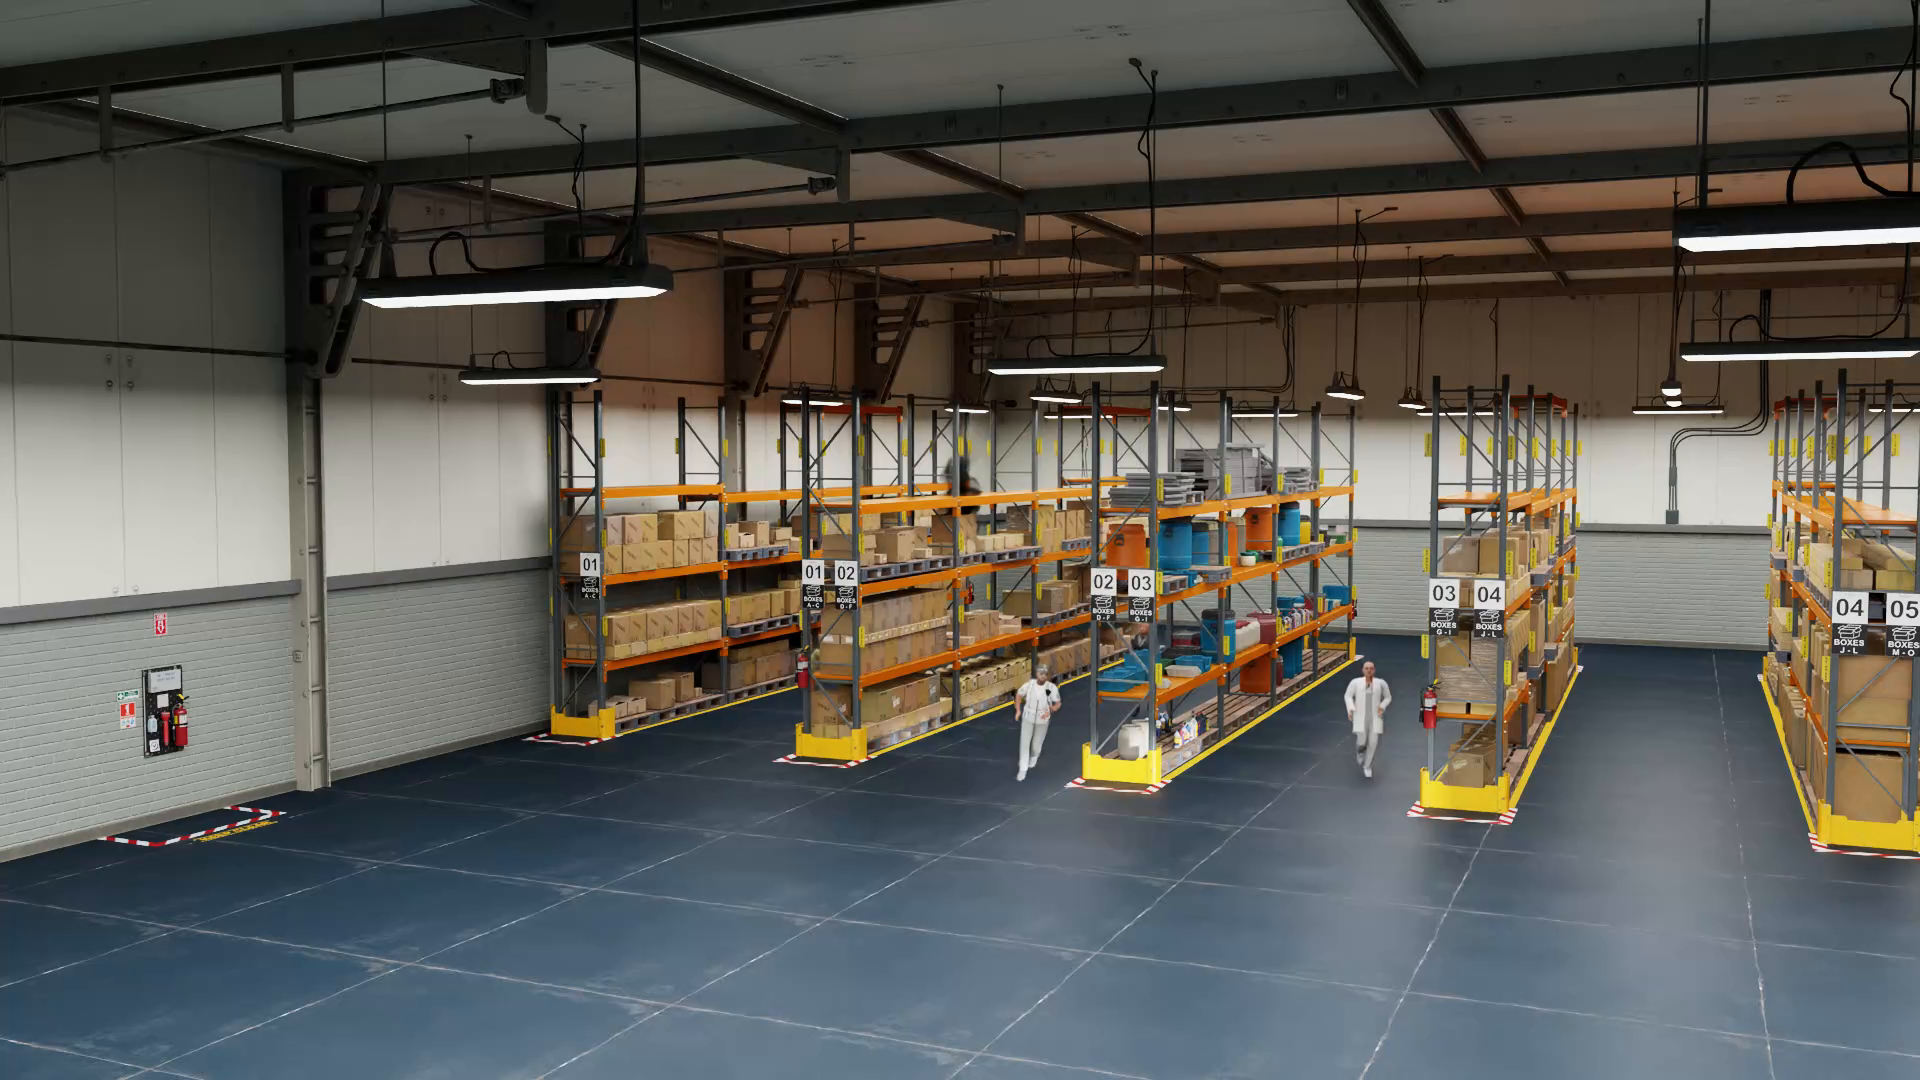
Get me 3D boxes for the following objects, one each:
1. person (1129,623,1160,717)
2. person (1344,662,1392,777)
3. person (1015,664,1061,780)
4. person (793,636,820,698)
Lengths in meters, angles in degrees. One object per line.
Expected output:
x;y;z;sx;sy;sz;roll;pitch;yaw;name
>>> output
3.446;2.434;31.210;0.657;1.654;0.879;1;3;20;person
6.260;2.831;25.517;0.709;1.545;0.640;1;3;11;person
1.186;2.750;25.386;0.704;1.745;0.768;0;3;7;person
-2.710;2.529;29.625;0.524;1.713;0.804;1;3;18;person
